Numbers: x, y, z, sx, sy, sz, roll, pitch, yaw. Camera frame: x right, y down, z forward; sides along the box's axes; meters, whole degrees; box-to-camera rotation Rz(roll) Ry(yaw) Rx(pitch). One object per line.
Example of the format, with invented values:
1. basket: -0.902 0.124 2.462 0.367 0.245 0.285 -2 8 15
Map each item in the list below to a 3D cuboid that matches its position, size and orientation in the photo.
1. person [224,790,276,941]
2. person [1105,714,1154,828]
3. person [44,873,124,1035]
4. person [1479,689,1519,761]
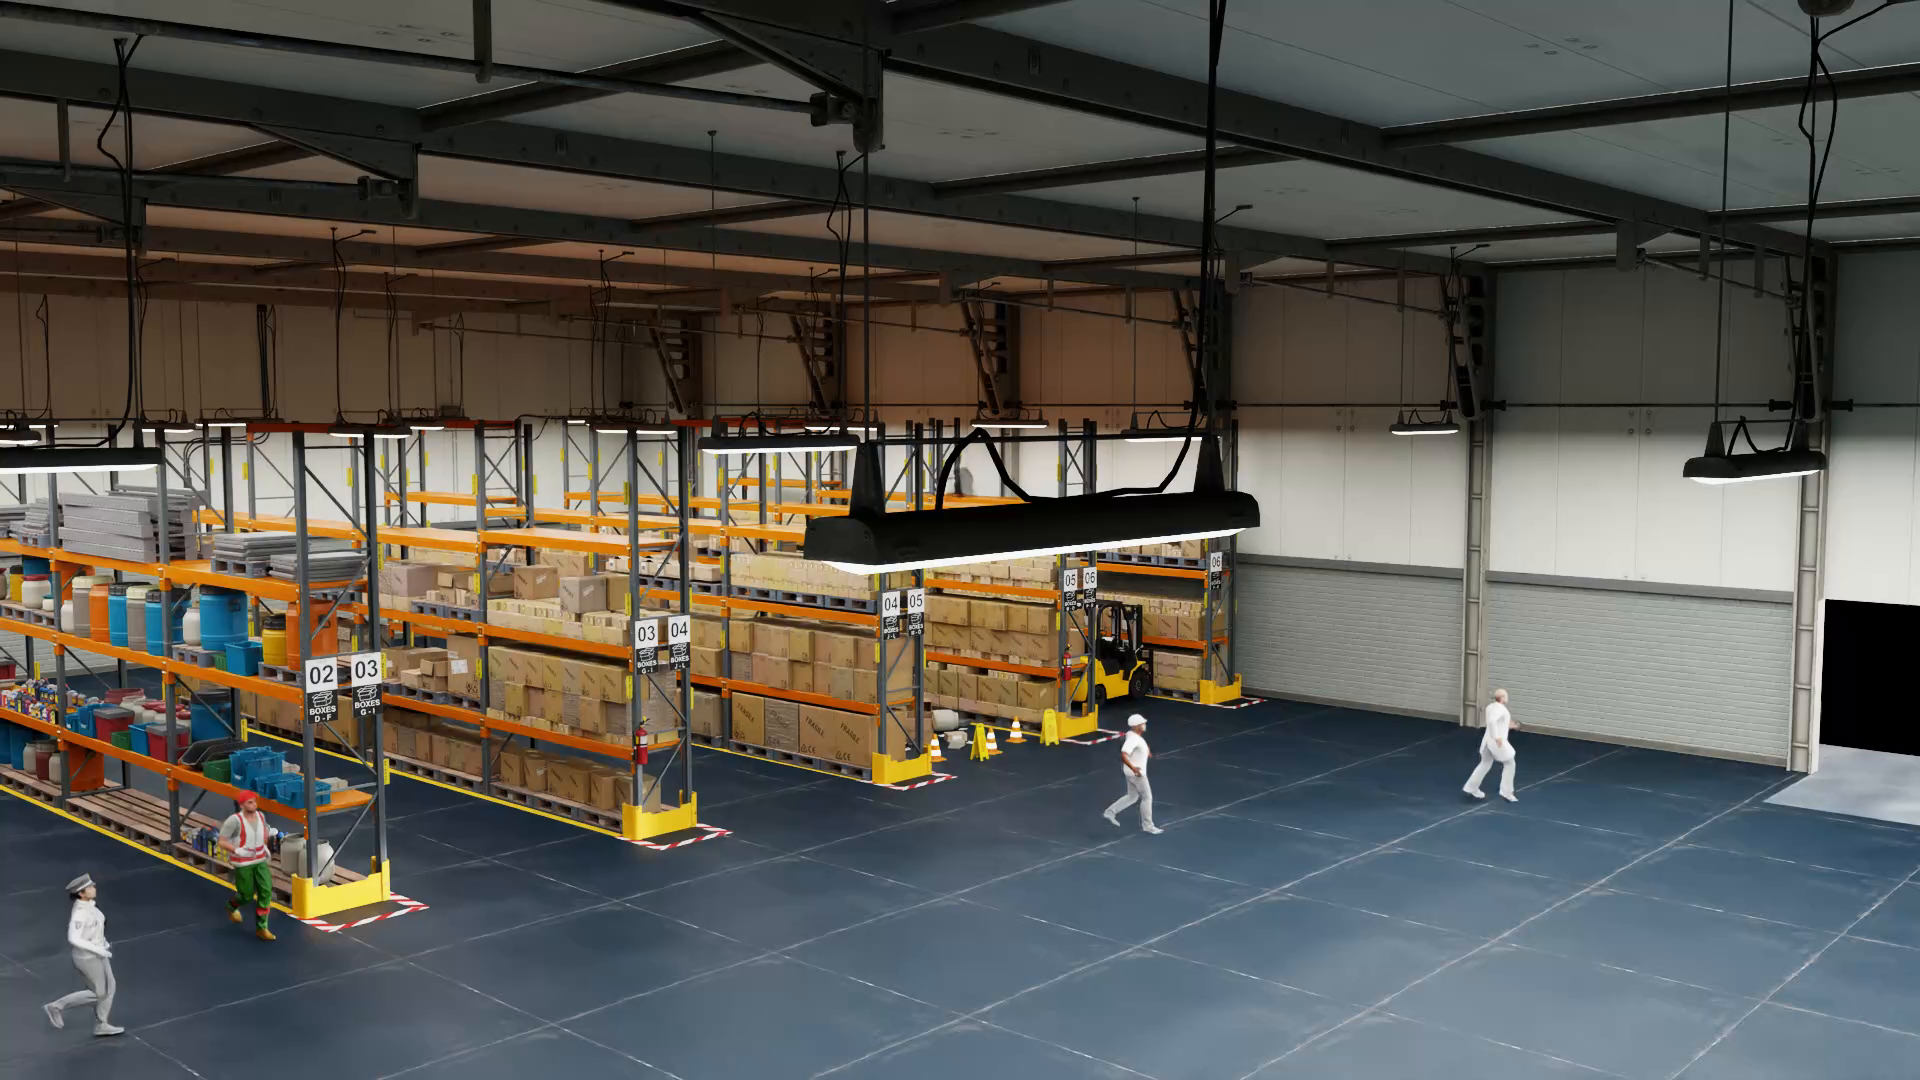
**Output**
1. person: -8.456 3.839 19.802 0.838 1.778 0.556 3 6 34
2. person: 2.509 3.402 24.527 0.753 1.688 0.685 0 5 -5
3. person: -8.758 4.156 16.605 0.691 1.656 0.622 -2 5 -21
4. person: 8.623 2.940 26.518 0.726 1.136 0.623 -1 5 -14
